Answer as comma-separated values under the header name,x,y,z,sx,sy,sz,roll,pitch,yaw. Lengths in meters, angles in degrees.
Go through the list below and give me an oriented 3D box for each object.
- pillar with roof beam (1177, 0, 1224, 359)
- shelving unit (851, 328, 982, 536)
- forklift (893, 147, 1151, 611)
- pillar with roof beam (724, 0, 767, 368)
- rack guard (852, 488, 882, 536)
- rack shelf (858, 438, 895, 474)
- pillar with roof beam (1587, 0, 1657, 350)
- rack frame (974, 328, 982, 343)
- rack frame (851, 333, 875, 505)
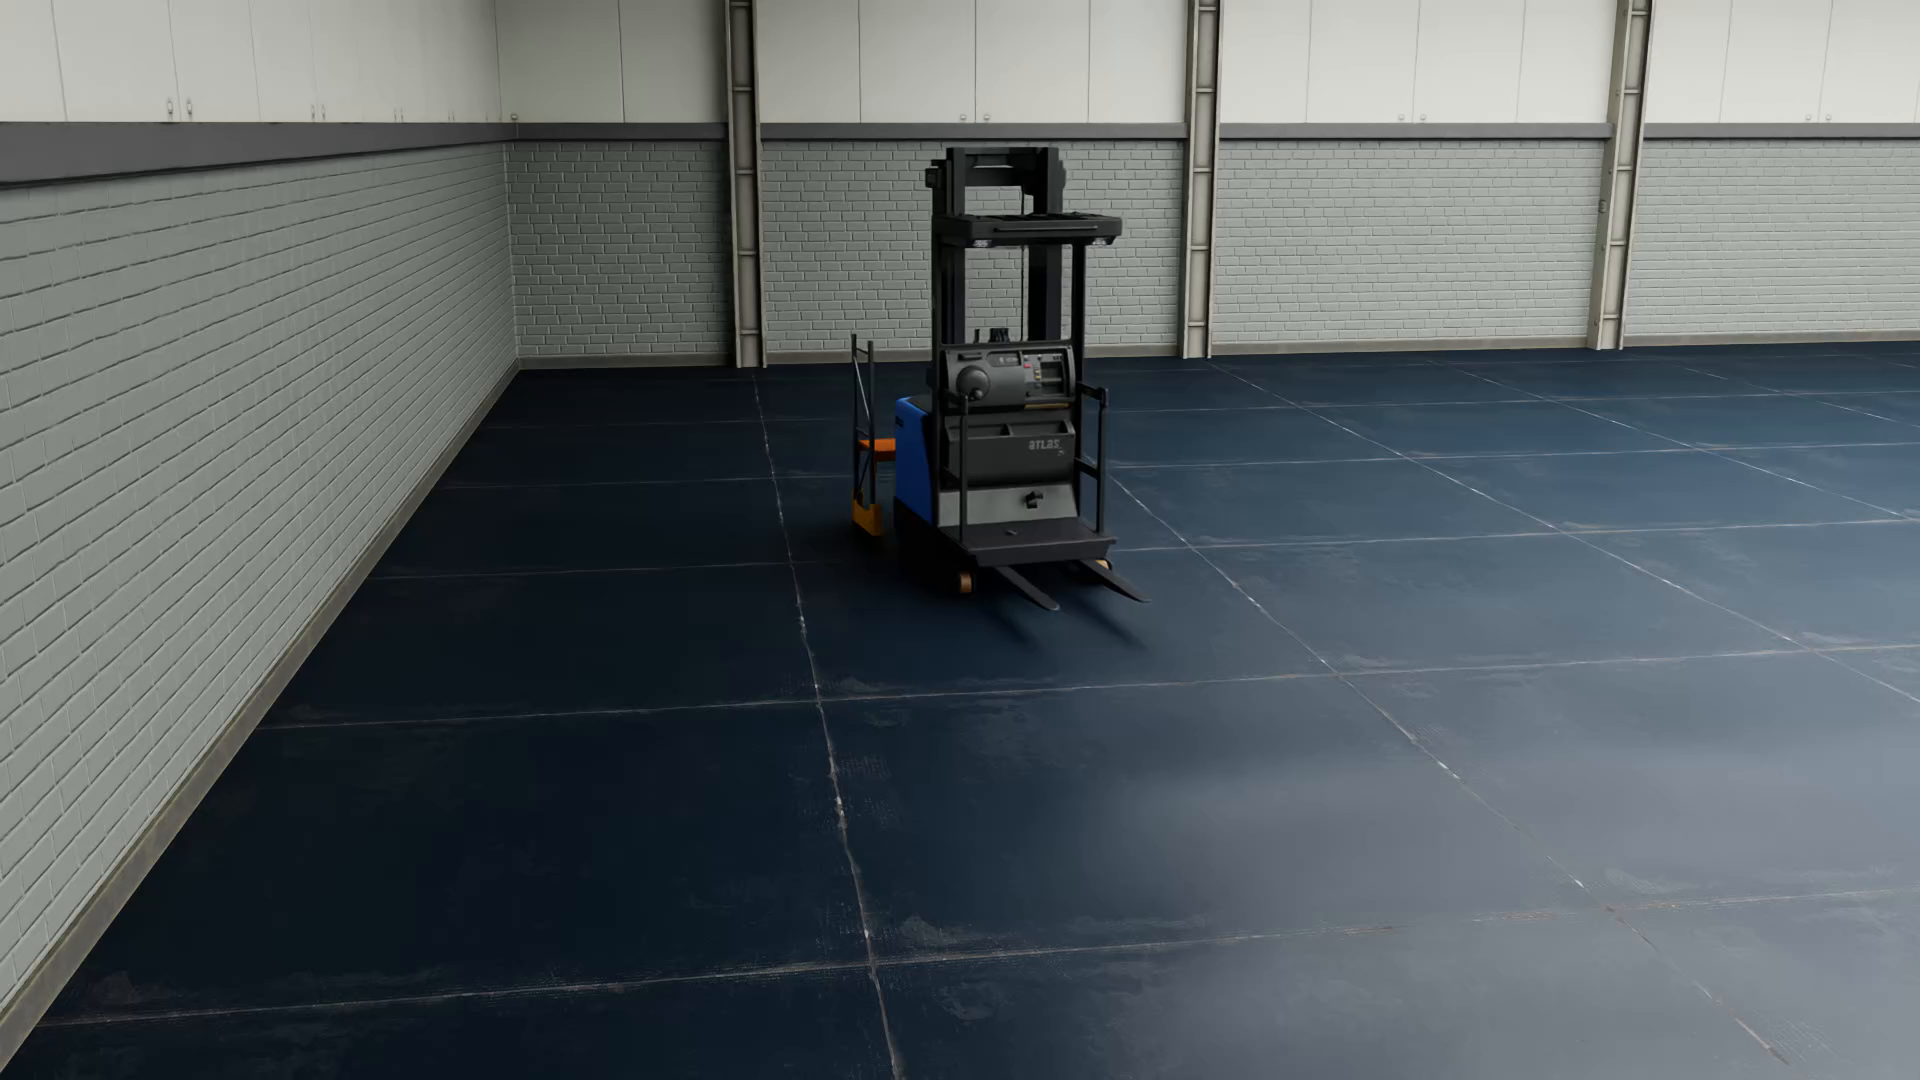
name,x,y,z,sx,sy,sz,roll,pitch,yaw
pillar with roof beam,3.834,-5.830,17.470,0.400,9.000,9.100,-2,14,-8
shelving unit,-0.264,-0.871,13.110,1.083,1.500,0.587,-5,15,-19
forklift,0.414,-1.157,11.309,1.130,2.935,3.031,-4,15,-17
pillar with roof beam,-2.099,-5.613,16.603,0.400,9.000,9.100,-2,14,-8
rack guard,-0.733,-0.224,13.100,0.087,0.250,0.587,-5,15,-19
rack shelf,-0.272,-0.696,13.151,1.000,0.185,0.538,-5,15,-19
pillar with roof beam,9.767,-6.048,18.337,0.400,9.000,9.100,-2,14,-8
rack frame,0.207,-0.912,13.273,0.032,1.500,0.500,-5,15,-19
rack frame,-0.751,-0.829,12.942,0.032,1.500,0.500,-5,15,-19
